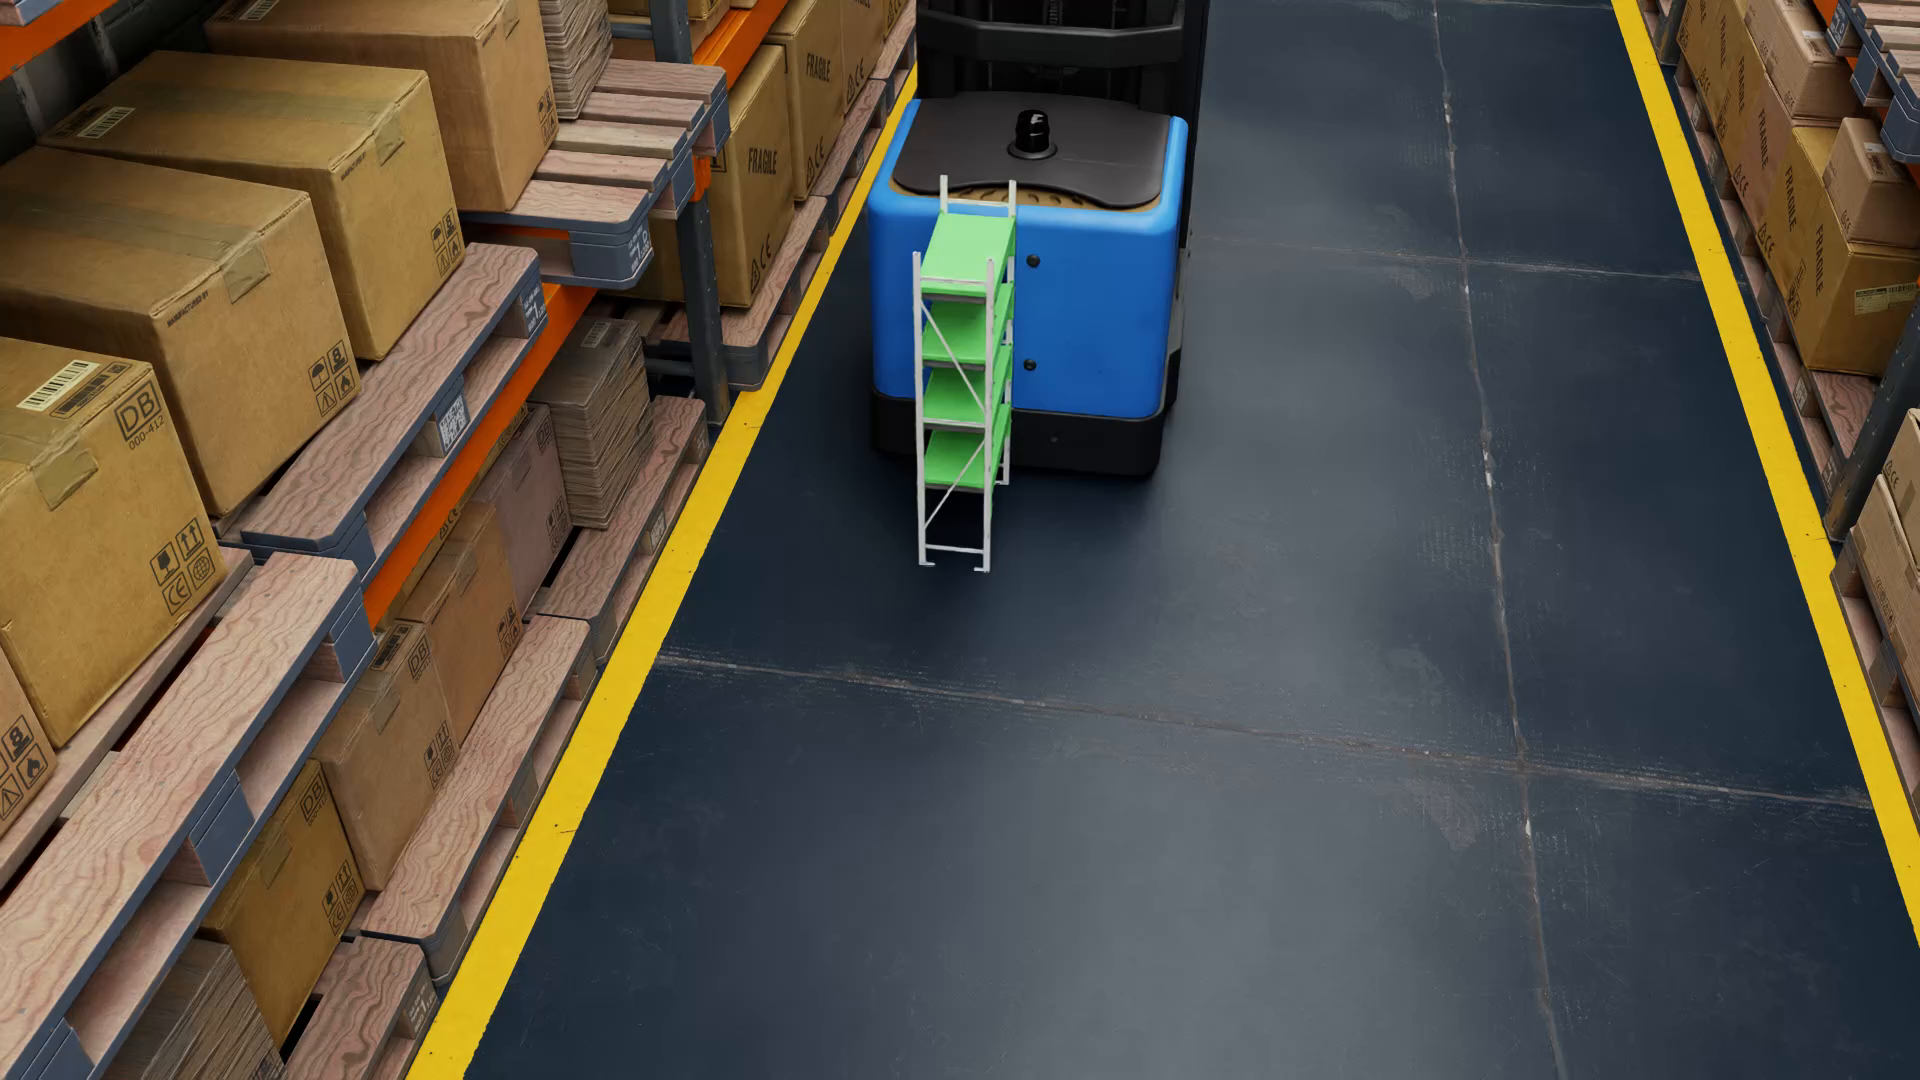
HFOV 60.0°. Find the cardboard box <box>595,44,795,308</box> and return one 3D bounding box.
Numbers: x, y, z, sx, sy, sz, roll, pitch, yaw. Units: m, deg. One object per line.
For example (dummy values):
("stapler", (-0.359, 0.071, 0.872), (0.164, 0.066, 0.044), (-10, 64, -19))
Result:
("cardboard box", (-1.121, -1.452, 6.510), (0.750, 0.750, 0.750), (6, 40, 7))

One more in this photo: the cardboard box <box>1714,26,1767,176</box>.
("cardboard box", (3.695, -1.919, 7.333), (0.500, 0.500, 0.500), (7, 40, 8))

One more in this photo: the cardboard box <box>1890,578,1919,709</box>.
("cardboard box", (3.036, 0.382, 4.762), (0.500, 0.250, 0.500), (5, 40, 6))

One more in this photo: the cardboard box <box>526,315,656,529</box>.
("cardboard box", (-1.451, -0.420, 5.521), (0.700, 0.500, 0.500), (7, 40, 8))

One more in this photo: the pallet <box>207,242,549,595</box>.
("pallet", (-1.680, -0.351, 3.971), (1.003, 0.211, 1.213), (6, 40, 8))

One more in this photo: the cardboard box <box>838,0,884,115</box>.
("cardboard box", (-0.821, -2.535, 7.820), (0.750, 0.750, 0.750), (8, 40, 9))

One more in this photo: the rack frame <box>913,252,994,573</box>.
("rack frame", (-0.019, -0.368, 5.254), (0.240, 1.200, 0.015), (6, 40, 7))

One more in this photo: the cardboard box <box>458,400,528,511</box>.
("cardboard box", (-1.611, -0.359, 4.858), (0.500, 0.250, 0.500), (7, 40, 9))

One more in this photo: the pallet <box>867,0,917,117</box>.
("pallet", (-0.745, -2.615, 8.747), (1.003, 0.211, 1.213), (6, 40, 8))

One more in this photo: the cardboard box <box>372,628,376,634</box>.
("cardboard box", (-1.800, 0.276, 4.090), (0.500, 0.250, 0.500), (5, 40, 6))

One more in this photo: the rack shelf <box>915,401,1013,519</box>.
("rack shelf", (0.019, -0.288, 5.633), (0.258, 0.148, 0.480), (6, 40, 7))

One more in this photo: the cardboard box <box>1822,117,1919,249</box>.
("cardboard box", (3.438, -1.272, 5.962), (0.500, 0.250, 0.500), (8, 40, 9))

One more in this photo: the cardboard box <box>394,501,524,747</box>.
("cardboard box", (-1.713, 0.205, 4.764), (0.700, 0.500, 0.500), (6, 40, 7))

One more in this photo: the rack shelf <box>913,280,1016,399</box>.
("rack shelf", (0.019, -0.658, 5.327), (0.258, 0.148, 0.480), (6, 40, 7))

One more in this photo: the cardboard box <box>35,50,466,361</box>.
("cardboard box", (-1.643, -0.799, 3.939), (0.700, 0.500, 0.500), (6, 40, 8))

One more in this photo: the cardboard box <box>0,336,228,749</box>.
("cardboard box", (-1.845, -0.035, 3.015), (0.700, 0.500, 0.500), (10, 41, 12))

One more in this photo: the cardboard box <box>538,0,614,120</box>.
("cardboard box", (-1.449, -1.584, 4.888), (0.700, 0.500, 0.500), (2, 40, 2))

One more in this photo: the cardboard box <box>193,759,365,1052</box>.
("cardboard box", (-1.919, 0.839, 3.998), (0.700, 0.500, 0.500), (6, 40, 7))

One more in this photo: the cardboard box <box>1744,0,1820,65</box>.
("cardboard box", (3.697, -2.229, 7.120), (0.500, 0.250, 0.500), (6, 40, 8))

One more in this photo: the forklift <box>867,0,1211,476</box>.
("forklift", (0.417, -2.297, 6.228), (1.130, 2.935, 3.031), (6, 40, 7))

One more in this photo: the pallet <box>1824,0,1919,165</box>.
("pallet", (3.550, -1.487, 5.345), (1.213, 0.211, 1.003), (6, 40, 8))

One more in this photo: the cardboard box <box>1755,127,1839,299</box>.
("cardboard box", (3.522, -1.272, 6.550), (0.500, 0.500, 0.500), (5, 40, 6))

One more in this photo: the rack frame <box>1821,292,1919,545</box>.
("rack frame", (3.502, -1.128, 4.760), (1.000, 3.000, 0.127), (6, 40, 8))

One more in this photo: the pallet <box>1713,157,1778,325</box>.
("pallet", (3.882, -1.281, 7.134), (1.003, 0.211, 1.213), (6, 40, 8))

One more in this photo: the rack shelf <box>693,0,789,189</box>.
("rack shelf", (-1.032, -2.650, 7.165), (1.077, 0.370, 4.000), (6, 40, 8))

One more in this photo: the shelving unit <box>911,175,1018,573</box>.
("shelving unit", (0.019, -0.522, 5.440), (0.258, 1.200, 0.503), (6, 40, 7))

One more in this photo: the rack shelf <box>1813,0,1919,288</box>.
("rack shelf", (3.848, -2.106, 6.507), (1.077, 0.370, 4.000), (6, 40, 8))

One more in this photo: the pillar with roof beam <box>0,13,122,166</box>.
("pillar with roof beam", (1.785, -2.789, 2.061), (9.100, 9.000, 0.400), (6, 40, 8))

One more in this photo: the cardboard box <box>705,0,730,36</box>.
("cardboard box", (-1.041, -1.921, 5.901), (0.380, 0.149, 0.250), (7, 40, 8))

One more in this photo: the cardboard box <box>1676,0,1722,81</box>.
("cardboard box", (3.870, -2.568, 8.118), (0.500, 0.500, 0.500), (5, 40, 6))

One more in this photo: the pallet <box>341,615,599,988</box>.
("pallet", (-1.728, 0.657, 4.790), (1.003, 0.211, 1.213), (6, 40, 8))

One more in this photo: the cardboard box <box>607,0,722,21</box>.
("cardboard box", (-1.042, -2.109, 5.620), (0.500, 0.500, 0.500), (8, 40, 9))

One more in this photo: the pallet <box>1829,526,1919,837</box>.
("pallet", (3.321, 0.459, 5.029), (1.003, 0.211, 1.213), (6, 40, 8))

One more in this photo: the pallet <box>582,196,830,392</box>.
("pallet", (-1.167, -1.084, 6.895), (1.003, 0.211, 1.213), (6, 40, 8))
